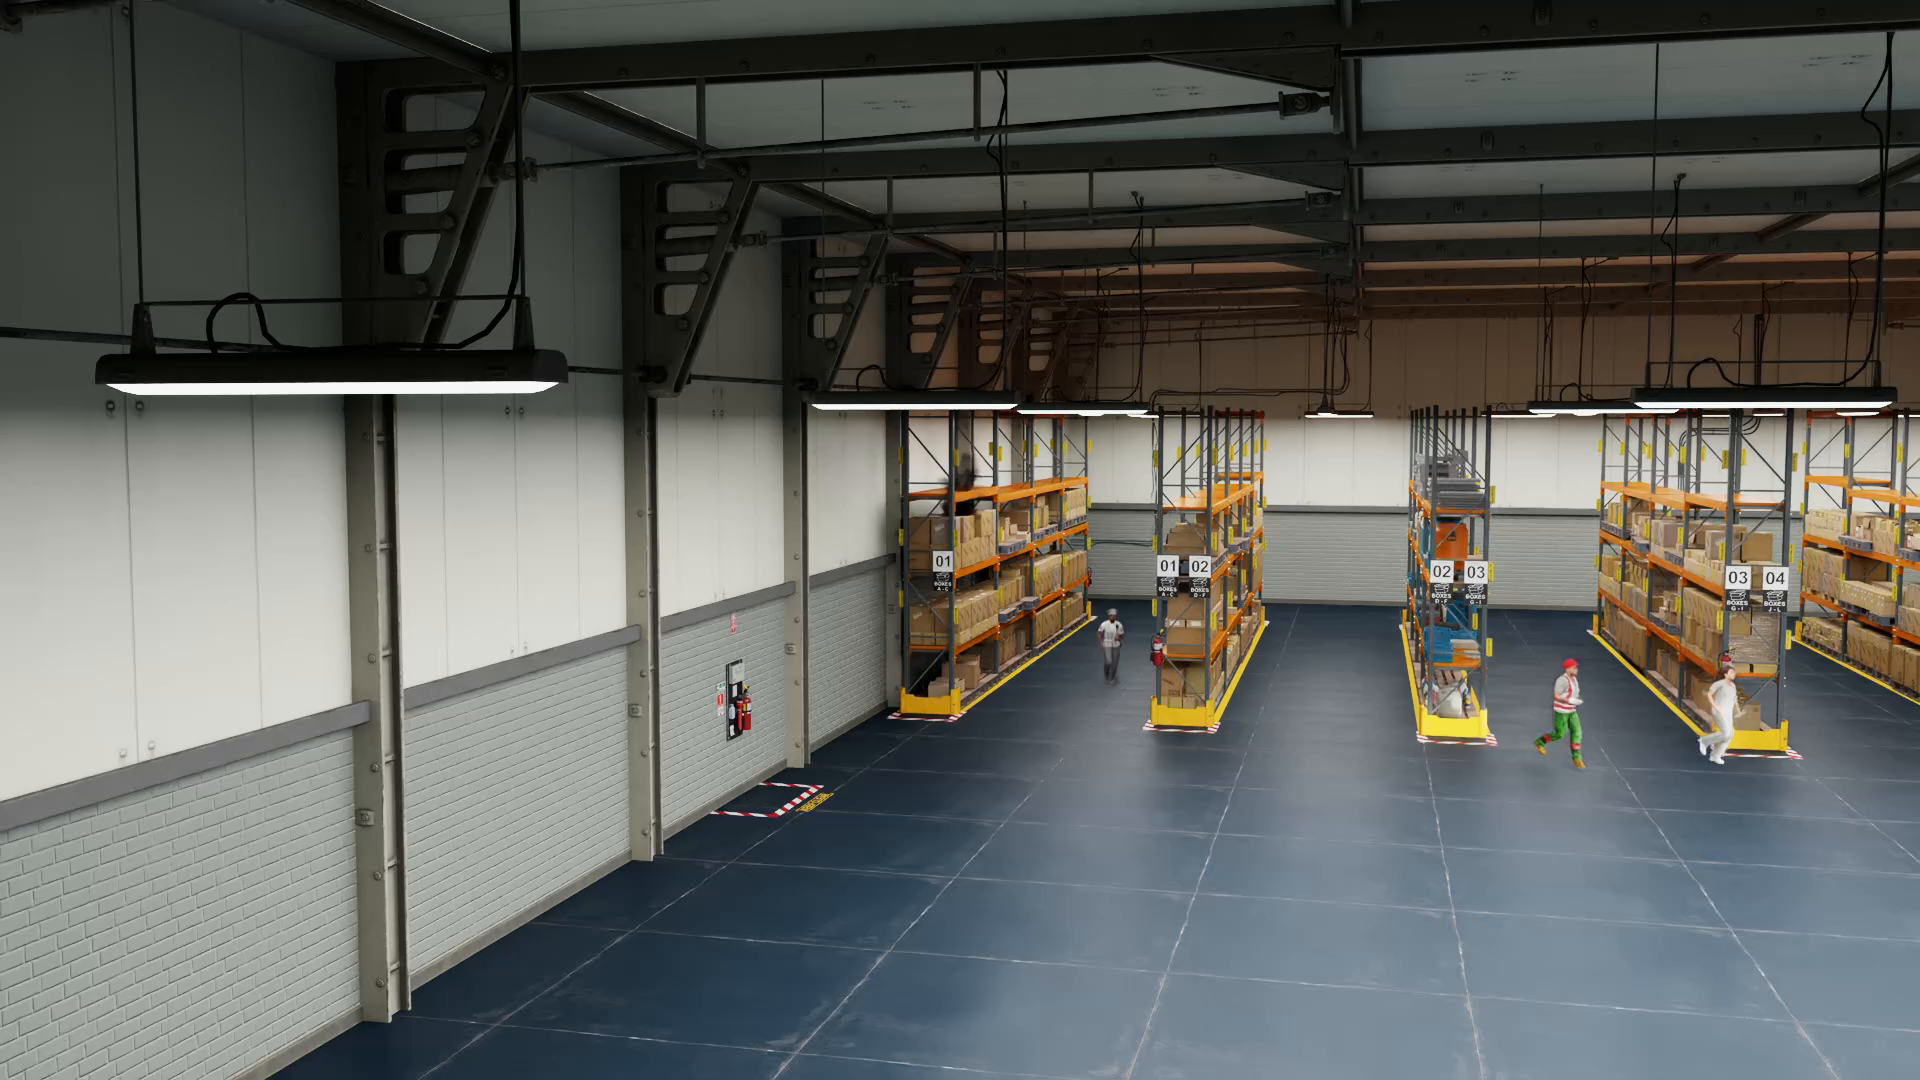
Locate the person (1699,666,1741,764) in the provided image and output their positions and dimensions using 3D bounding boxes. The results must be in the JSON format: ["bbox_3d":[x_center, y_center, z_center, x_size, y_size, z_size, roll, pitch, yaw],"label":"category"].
[{"bbox_3d":[12.834,2.920,27.991,0.585,1.629,0.543,-2,5,-29],"label":"person"}]

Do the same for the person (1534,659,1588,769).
[{"bbox_3d":[10.029,2.866,27.675,0.687,1.805,0.981,-4,5,-41],"label":"person"}]

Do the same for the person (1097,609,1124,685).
[{"bbox_3d":[3.263,2.305,35.826,0.552,1.660,0.633,0,4,-4],"label":"person"}]
